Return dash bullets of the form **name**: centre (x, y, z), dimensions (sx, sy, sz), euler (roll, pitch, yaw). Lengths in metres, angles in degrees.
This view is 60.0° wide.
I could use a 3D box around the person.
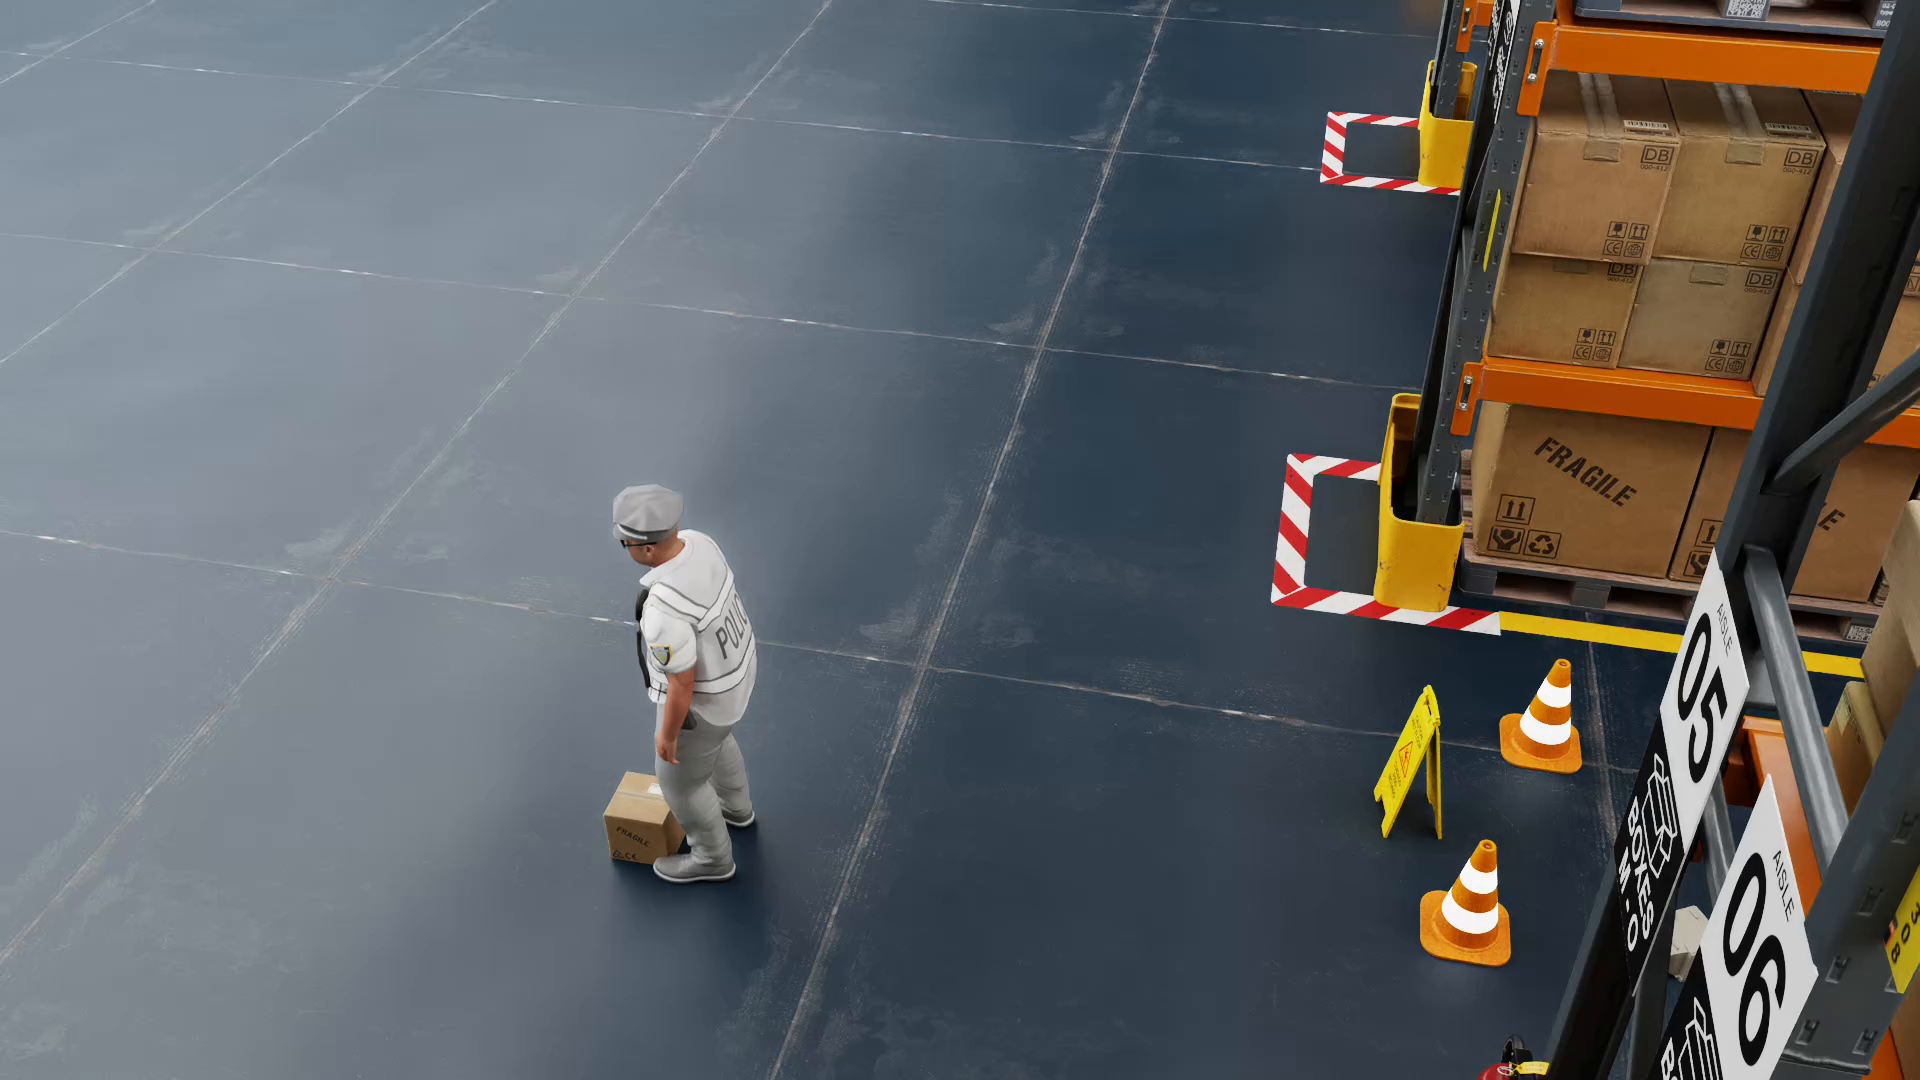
- **person**: centre (-0.985, 0.553, 6.208), dimensions (0.437, 1.747, 0.600), euler (5, 37, 7)
